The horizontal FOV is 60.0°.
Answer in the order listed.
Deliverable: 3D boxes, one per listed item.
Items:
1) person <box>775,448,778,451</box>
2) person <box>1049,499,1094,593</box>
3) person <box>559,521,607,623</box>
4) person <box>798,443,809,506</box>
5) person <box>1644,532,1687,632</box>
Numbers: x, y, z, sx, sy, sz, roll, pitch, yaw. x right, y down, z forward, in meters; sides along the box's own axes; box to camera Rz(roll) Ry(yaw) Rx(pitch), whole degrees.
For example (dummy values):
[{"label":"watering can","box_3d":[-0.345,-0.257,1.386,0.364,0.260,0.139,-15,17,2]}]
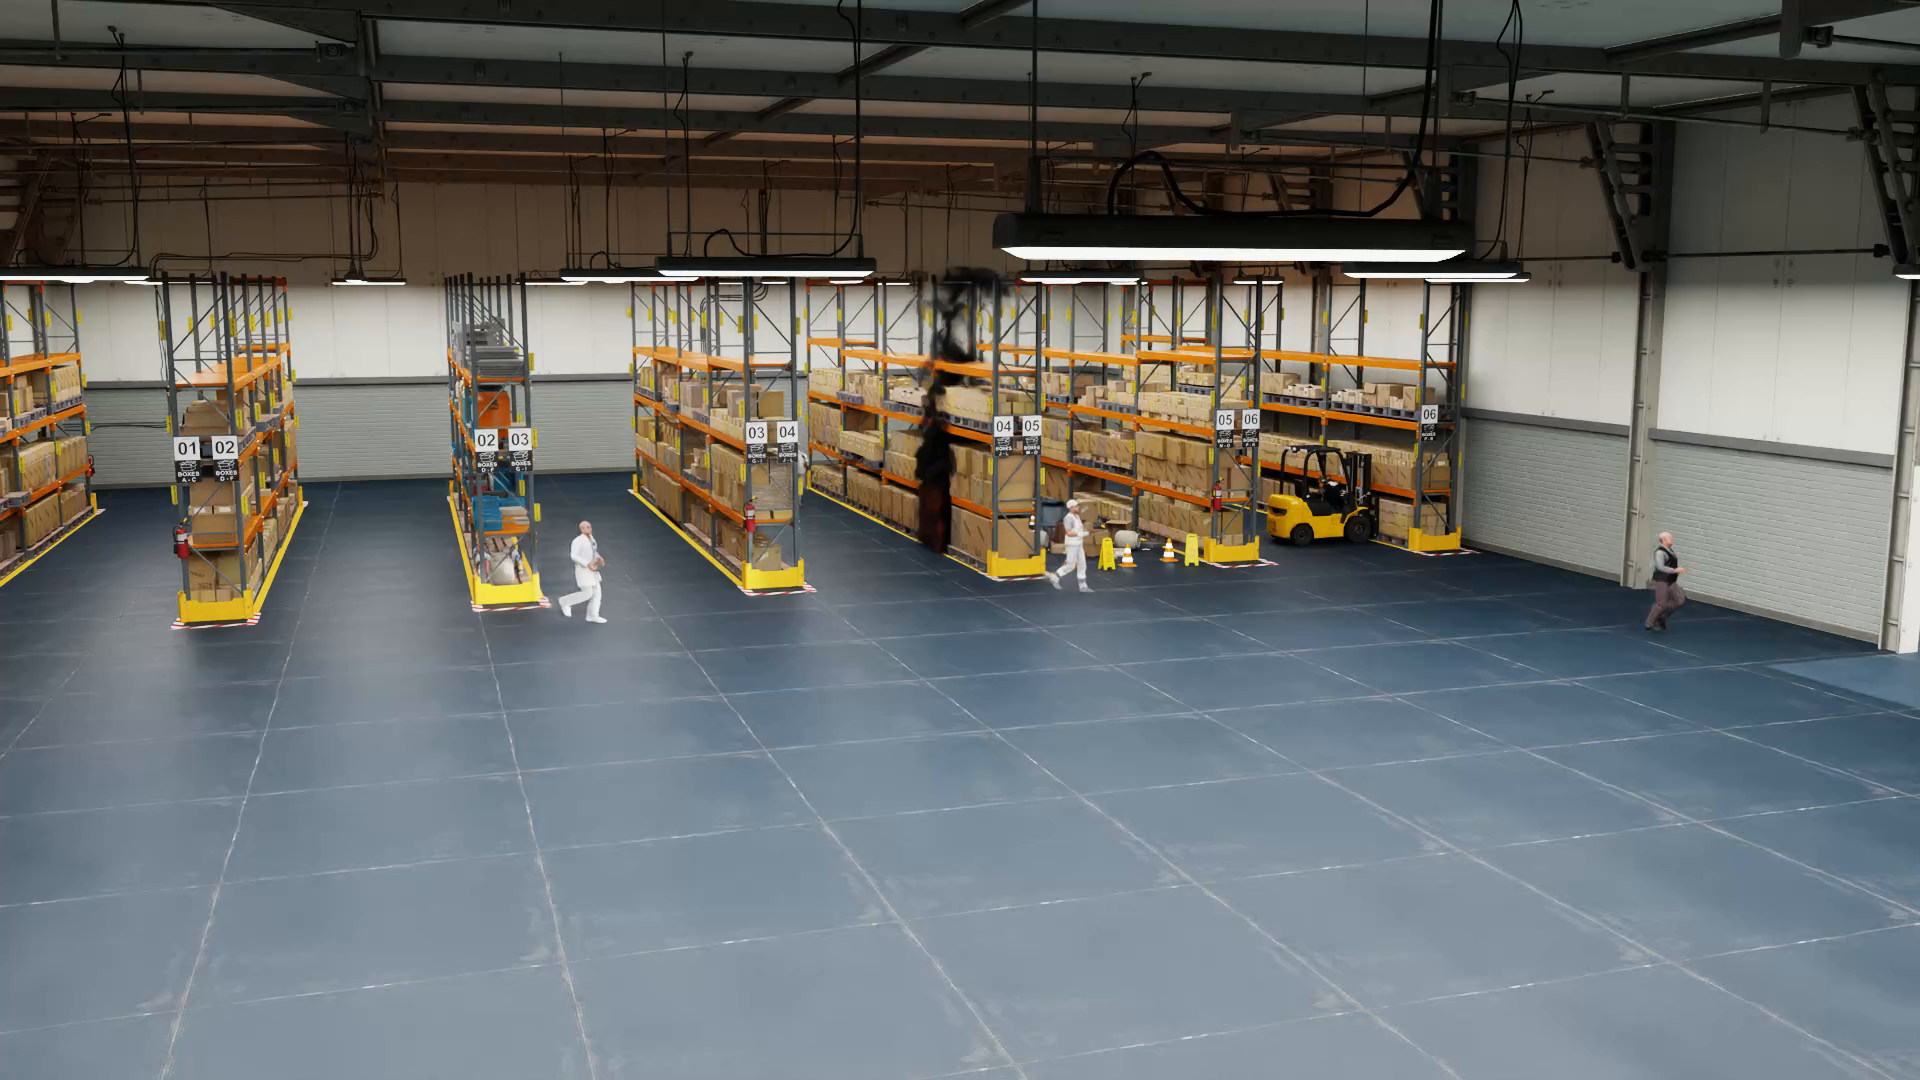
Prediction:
[{"label":"person","box_3d":[-4.822,-2.002,45.696,0.623,1.691,0.840,-1,9,-9]},{"label":"person","box_3d":[2.127,0.109,31.401,0.896,1.772,0.657,4,10,25]},{"label":"person","box_3d":[-6.507,0.546,28.754,0.810,1.765,0.716,2,9,15]},{"label":"person","box_3d":[-4.311,-1.764,44.303,0.620,1.636,0.824,-3,9,-20]},{"label":"person","box_3d":[11.798,0.705,27.735,0.641,1.683,0.637,8,12,42]}]
